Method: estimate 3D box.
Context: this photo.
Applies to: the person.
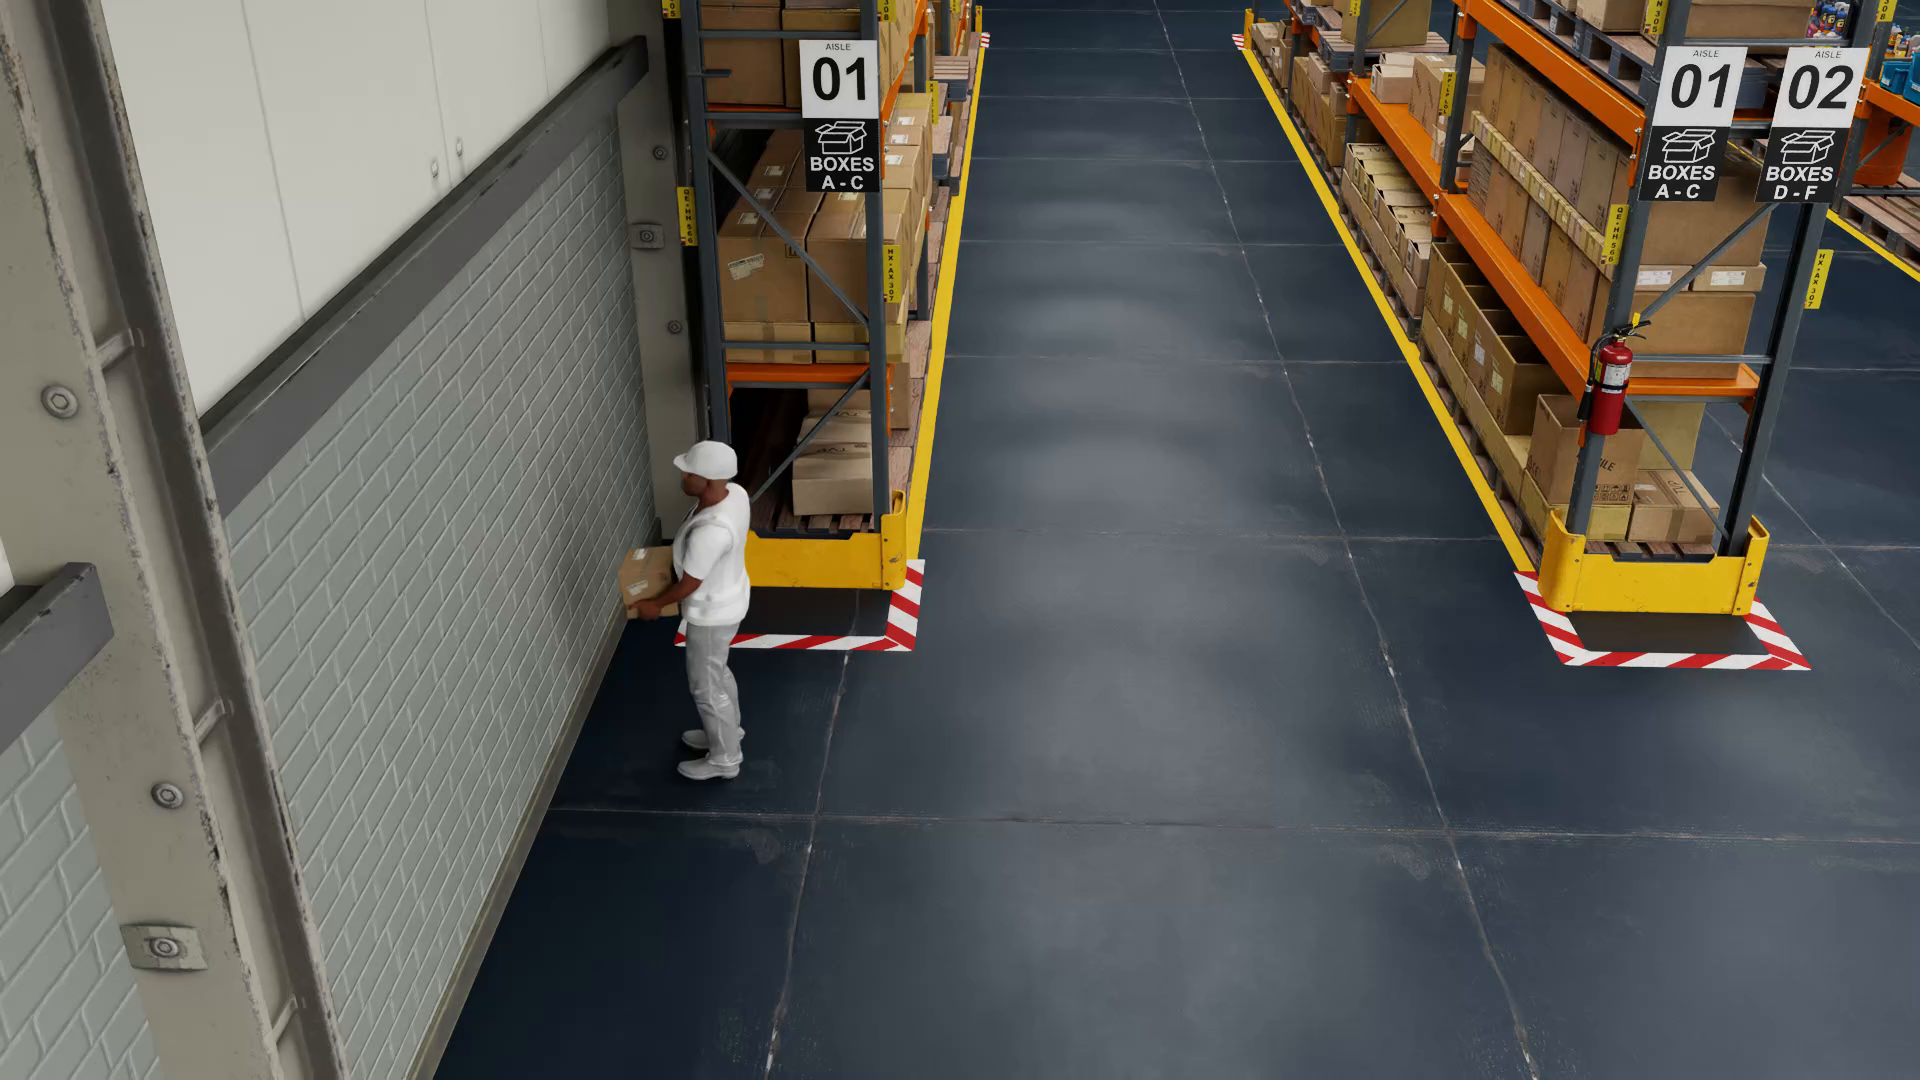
[{"bbox_3d":[-1.281,0.328,7.973,0.573,1.767,0.521,1,28,2],"label":"person"}]
